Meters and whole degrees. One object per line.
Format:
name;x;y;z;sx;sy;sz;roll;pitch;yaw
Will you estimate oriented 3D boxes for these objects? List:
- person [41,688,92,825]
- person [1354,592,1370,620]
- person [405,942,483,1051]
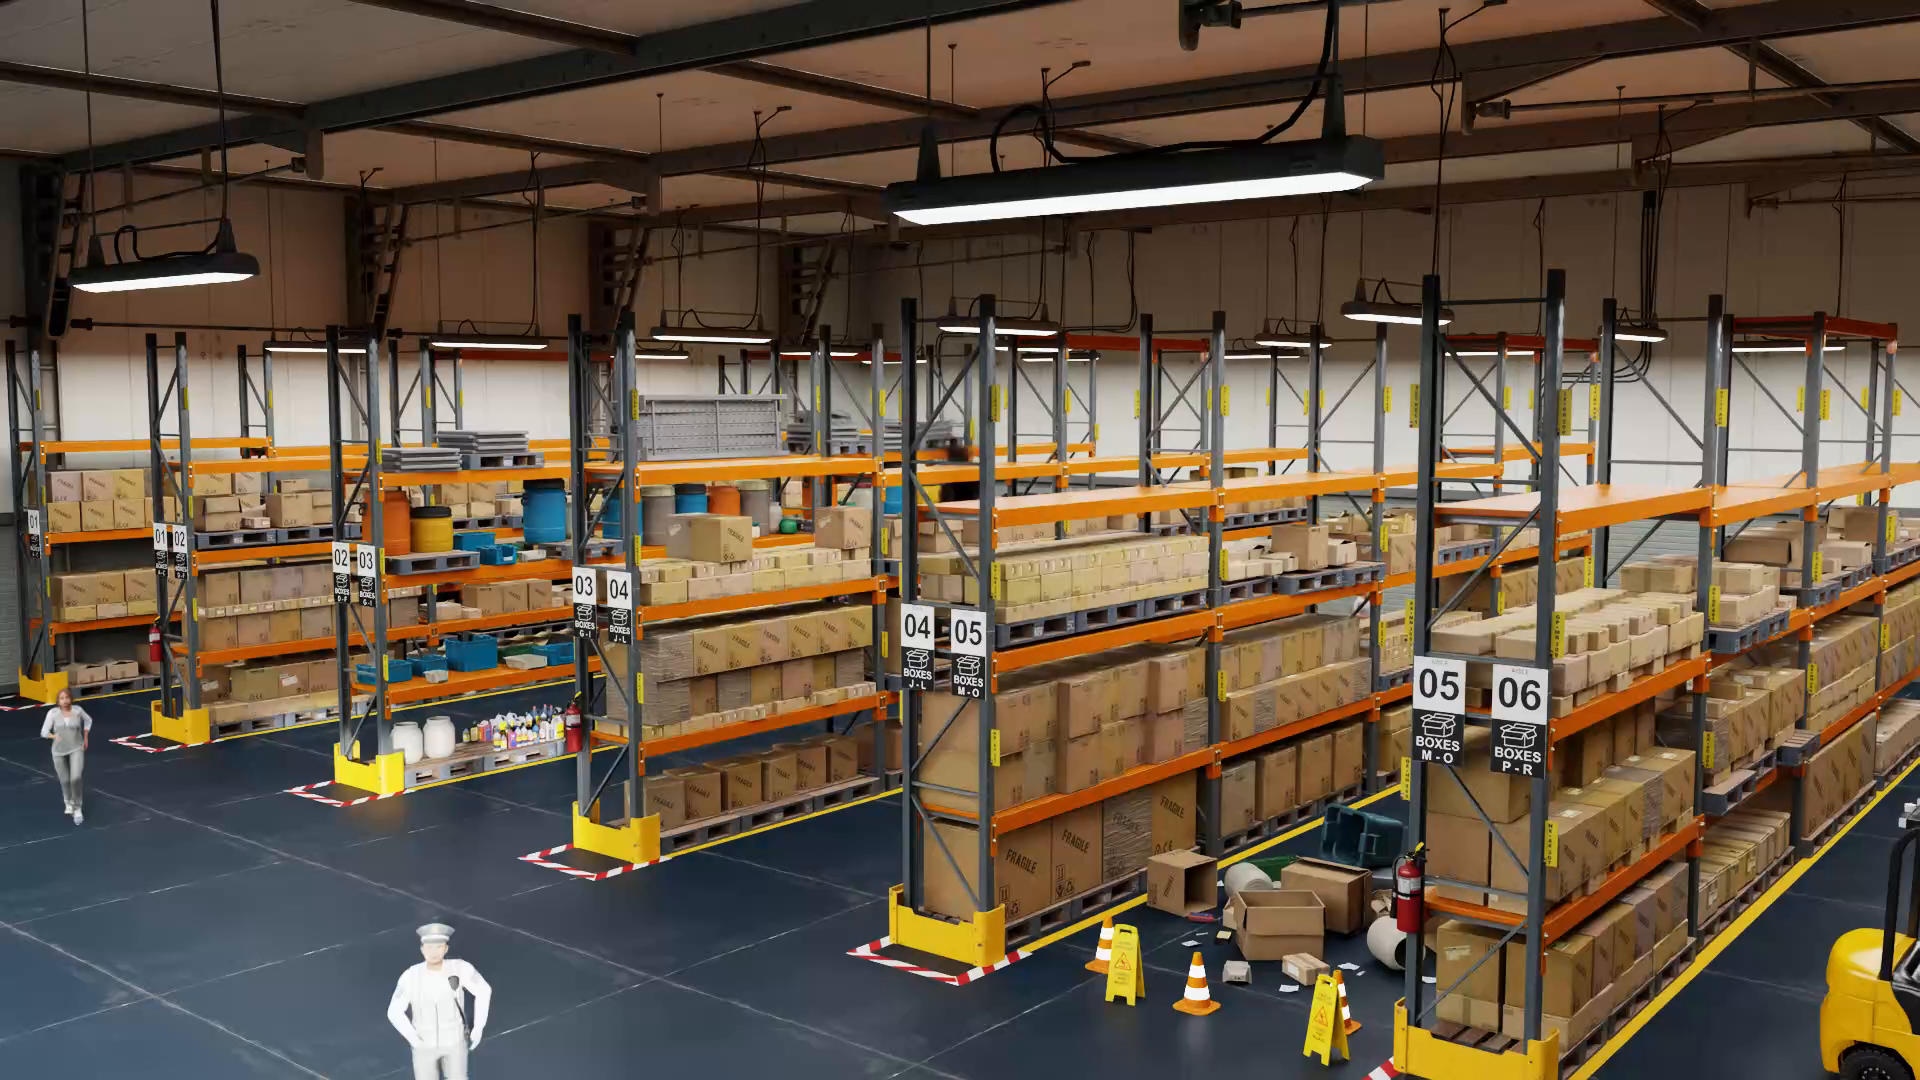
person;-10.697;2.578;19.926;0.525;1.627;0.700;-2;6;-23
person;7.455;1.613;30.310;0.582;1.630;0.904;-1;5;-11
person;-3.410;2.998;10.964;0.502;0.846;0.454;-1;5;-14
